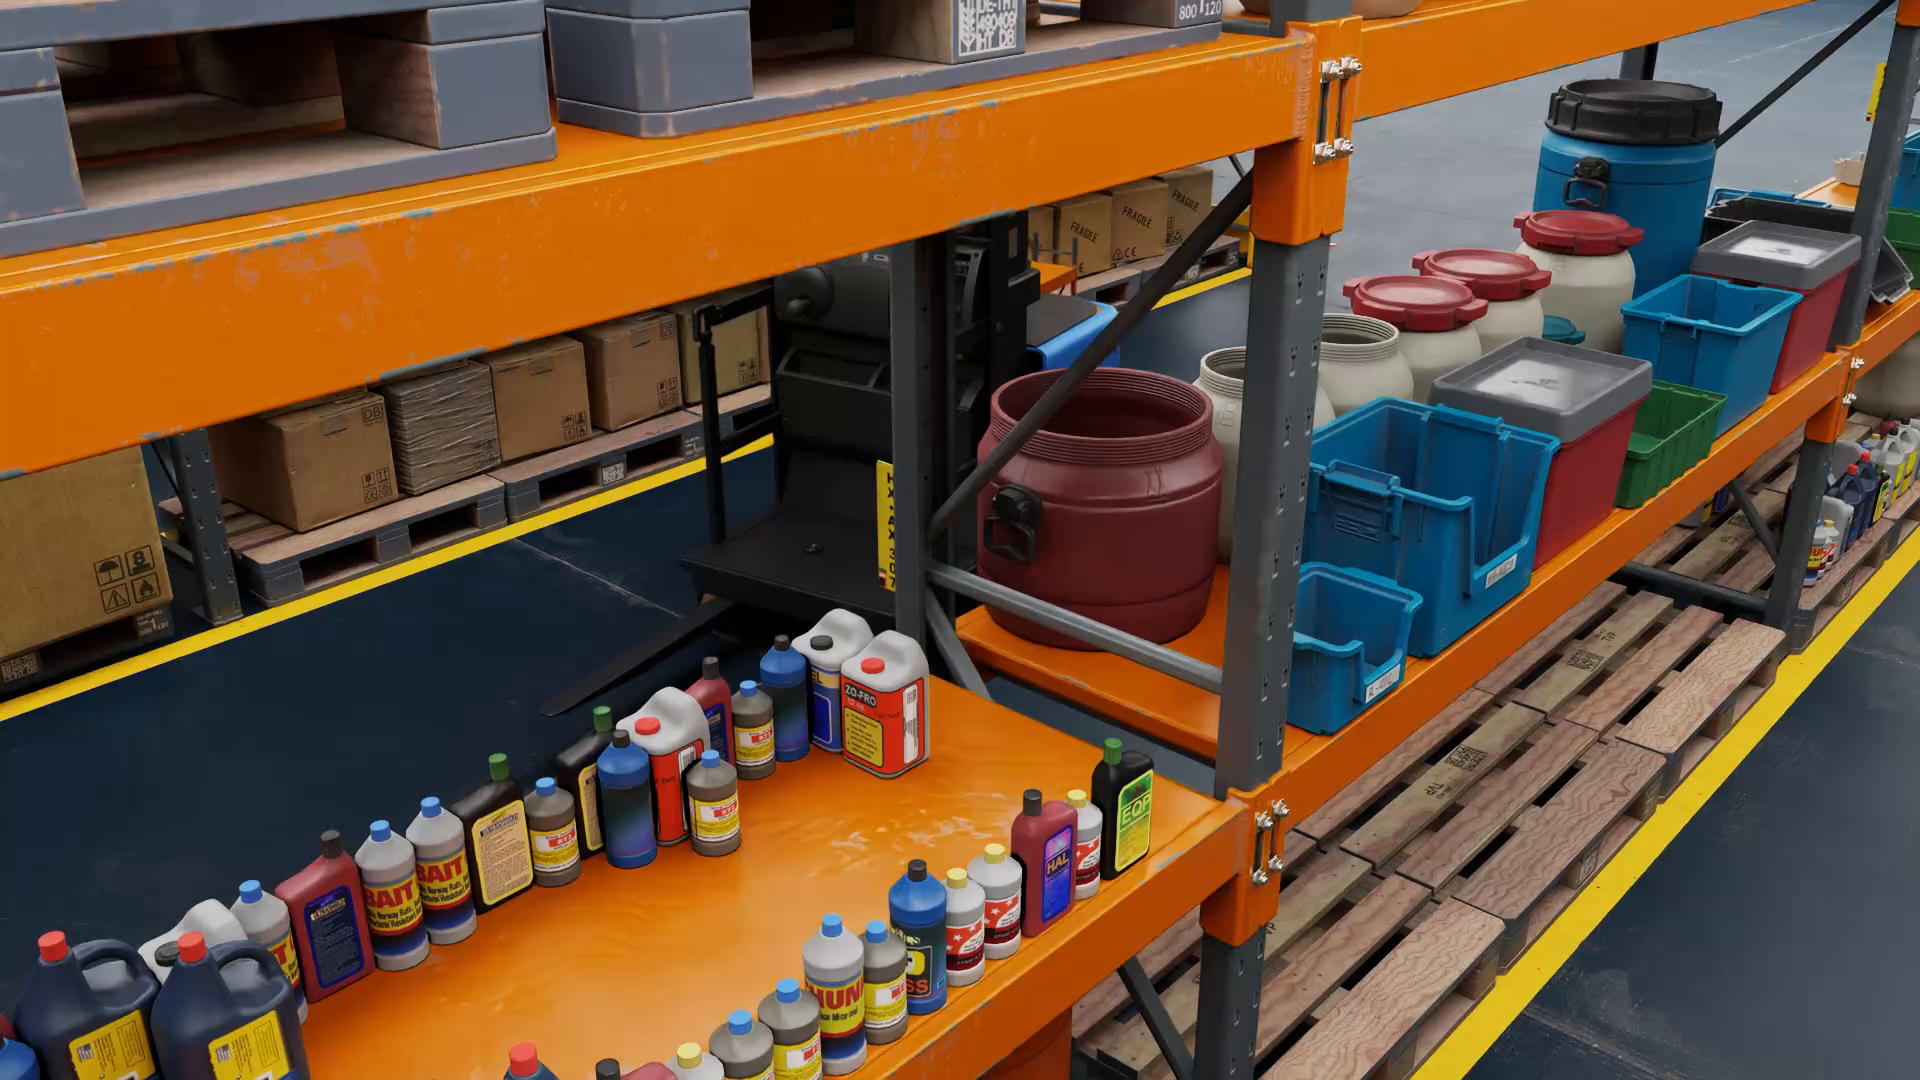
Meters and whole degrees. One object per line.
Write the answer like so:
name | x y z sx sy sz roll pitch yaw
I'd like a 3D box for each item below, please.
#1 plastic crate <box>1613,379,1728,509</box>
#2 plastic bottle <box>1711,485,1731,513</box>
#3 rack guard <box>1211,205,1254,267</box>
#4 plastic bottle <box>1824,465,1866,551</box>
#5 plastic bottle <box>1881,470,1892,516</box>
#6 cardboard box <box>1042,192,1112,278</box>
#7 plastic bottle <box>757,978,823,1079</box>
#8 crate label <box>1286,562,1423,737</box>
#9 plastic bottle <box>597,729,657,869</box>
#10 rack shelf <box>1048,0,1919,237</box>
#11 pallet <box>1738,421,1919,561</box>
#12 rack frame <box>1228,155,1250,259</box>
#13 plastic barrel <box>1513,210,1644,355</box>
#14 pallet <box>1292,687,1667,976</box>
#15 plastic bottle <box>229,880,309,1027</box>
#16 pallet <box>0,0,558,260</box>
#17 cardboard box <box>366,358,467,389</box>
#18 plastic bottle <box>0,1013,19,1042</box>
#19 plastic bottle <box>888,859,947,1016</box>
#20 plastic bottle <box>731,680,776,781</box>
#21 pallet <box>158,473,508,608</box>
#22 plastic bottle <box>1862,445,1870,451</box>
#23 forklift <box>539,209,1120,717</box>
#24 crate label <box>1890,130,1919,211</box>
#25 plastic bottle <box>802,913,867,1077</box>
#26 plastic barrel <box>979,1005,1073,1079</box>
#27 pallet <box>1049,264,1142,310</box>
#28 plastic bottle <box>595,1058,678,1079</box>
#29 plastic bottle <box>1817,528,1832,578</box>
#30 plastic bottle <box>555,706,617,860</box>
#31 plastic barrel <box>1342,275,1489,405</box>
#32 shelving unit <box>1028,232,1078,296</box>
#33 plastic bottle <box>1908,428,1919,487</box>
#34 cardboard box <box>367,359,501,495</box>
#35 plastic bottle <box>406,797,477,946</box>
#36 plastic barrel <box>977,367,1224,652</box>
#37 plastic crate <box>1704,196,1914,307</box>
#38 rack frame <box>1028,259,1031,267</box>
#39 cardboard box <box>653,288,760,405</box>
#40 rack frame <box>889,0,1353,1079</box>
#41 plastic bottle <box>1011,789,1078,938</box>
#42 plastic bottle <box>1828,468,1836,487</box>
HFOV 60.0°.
plastic crate | 1.974 -0.317 5.050 0.450 0.188 0.662 20 31 38
plastic bottle | 3.397 -0.280 7.500 0.152 0.276 0.135 20 31 38
rack guard | 1.857 -2.429 12.557 1.175 0.500 0.348 20 31 38
plastic bottle | 3.774 -0.146 7.110 0.144 0.351 0.185 21 32 39
plastic bottle | 4.107 -0.216 7.447 0.097 0.201 0.097 0 24 0
cardboard box | 0.673 -2.081 11.267 0.500 0.500 0.500 -21 31 -38
plastic bottle | -0.265 0.776 2.595 0.097 0.201 0.097 0 24 0
crate label | 0.817 0.247 3.737 0.303 0.233 0.416 20 31 38
plastic bottle | -0.634 0.485 3.160 0.097 0.271 0.097 0 24 0
rack shelf | 1.592 -1.453 4.537 1.077 0.370 4.000 20 31 38
pallet | 4.220 -0.316 8.197 1.003 0.211 1.213 20 31 38
rack frame | 1.908 -3.593 12.097 1.000 3.000 0.127 20 31 38
plastic barrel | 2.125 -0.852 5.818 0.433 0.535 0.433 0 24 0
pallet | 1.617 0.874 5.543 1.003 0.211 1.213 20 31 38
plastic bottle | -1.141 0.679 2.727 0.097 0.271 0.097 0 24 0
pallet | -1.208 -0.479 1.716 1.003 0.211 1.213 20 31 38
cardboard box | -2.660 -0.934 7.769 0.500 0.250 0.500 -20 31 -37
plastic bottle | -1.445 0.801 2.440 0.061 0.283 0.133 20 31 38
plastic bottle | -0.070 0.655 2.780 0.097 0.271 0.097 0 24 0
plastic bottle | -0.435 0.389 3.459 0.097 0.201 0.097 0 24 0
pallet | -2.909 -0.121 7.761 1.003 0.211 1.213 20 31 38
plastic bottle | 4.189 -0.342 7.728 0.097 0.201 0.097 0 24 0
forklift | -0.435 -0.995 6.387 1.130 2.935 3.031 13 27 27
crate label | 4.569 -1.622 7.658 0.502 0.435 0.616 20 31 38
plastic bottle | -0.200 0.715 2.647 0.097 0.271 0.097 0 24 0
plastic barrel | -0.057 1.149 3.660 0.600 0.830 0.708 20 31 38
pallet | 0.474 -1.689 11.260 1.003 0.211 1.213 20 31 38
plastic bottle | -0.458 0.838 2.357 0.061 0.283 0.133 20 31 38
plastic bottle | 3.533 0.046 6.863 0.097 0.201 0.097 0 24 0
plastic bottle | -0.705 0.463 3.193 0.061 0.283 0.133 20 31 38
plastic barrel | 1.346 -0.497 5.025 0.433 0.535 0.433 0 24 0
shelving unit | 0.345 -0.862 8.206 0.258 1.200 0.503 13 27 27
plastic bottle | 4.416 -0.407 7.784 0.152 0.276 0.135 19 30 36
cardboard box | -2.639 -0.598 7.934 0.700 0.500 0.500 17 29 33
plastic bottle | -0.922 0.579 2.949 0.097 0.271 0.097 0 24 0
plastic barrel | 0.341 -0.089 4.116 0.600 0.536 0.708 20 31 38
plastic crate | 3.371 -1.118 6.653 0.767 0.338 0.504 20 31 38
rack frame | 0.222 -0.776 8.013 0.240 1.200 0.015 13 27 27
cardboard box | -1.520 -1.113 9.083 0.700 0.500 0.500 20 31 37
rack frame | 0.257 0.197 3.644 1.000 3.000 0.127 20 31 38
plastic bottle | 0.151 0.560 2.977 0.061 0.283 0.133 20 31 38
plastic bottle | 3.781 -0.187 7.298 0.097 0.271 0.097 0 24 0
